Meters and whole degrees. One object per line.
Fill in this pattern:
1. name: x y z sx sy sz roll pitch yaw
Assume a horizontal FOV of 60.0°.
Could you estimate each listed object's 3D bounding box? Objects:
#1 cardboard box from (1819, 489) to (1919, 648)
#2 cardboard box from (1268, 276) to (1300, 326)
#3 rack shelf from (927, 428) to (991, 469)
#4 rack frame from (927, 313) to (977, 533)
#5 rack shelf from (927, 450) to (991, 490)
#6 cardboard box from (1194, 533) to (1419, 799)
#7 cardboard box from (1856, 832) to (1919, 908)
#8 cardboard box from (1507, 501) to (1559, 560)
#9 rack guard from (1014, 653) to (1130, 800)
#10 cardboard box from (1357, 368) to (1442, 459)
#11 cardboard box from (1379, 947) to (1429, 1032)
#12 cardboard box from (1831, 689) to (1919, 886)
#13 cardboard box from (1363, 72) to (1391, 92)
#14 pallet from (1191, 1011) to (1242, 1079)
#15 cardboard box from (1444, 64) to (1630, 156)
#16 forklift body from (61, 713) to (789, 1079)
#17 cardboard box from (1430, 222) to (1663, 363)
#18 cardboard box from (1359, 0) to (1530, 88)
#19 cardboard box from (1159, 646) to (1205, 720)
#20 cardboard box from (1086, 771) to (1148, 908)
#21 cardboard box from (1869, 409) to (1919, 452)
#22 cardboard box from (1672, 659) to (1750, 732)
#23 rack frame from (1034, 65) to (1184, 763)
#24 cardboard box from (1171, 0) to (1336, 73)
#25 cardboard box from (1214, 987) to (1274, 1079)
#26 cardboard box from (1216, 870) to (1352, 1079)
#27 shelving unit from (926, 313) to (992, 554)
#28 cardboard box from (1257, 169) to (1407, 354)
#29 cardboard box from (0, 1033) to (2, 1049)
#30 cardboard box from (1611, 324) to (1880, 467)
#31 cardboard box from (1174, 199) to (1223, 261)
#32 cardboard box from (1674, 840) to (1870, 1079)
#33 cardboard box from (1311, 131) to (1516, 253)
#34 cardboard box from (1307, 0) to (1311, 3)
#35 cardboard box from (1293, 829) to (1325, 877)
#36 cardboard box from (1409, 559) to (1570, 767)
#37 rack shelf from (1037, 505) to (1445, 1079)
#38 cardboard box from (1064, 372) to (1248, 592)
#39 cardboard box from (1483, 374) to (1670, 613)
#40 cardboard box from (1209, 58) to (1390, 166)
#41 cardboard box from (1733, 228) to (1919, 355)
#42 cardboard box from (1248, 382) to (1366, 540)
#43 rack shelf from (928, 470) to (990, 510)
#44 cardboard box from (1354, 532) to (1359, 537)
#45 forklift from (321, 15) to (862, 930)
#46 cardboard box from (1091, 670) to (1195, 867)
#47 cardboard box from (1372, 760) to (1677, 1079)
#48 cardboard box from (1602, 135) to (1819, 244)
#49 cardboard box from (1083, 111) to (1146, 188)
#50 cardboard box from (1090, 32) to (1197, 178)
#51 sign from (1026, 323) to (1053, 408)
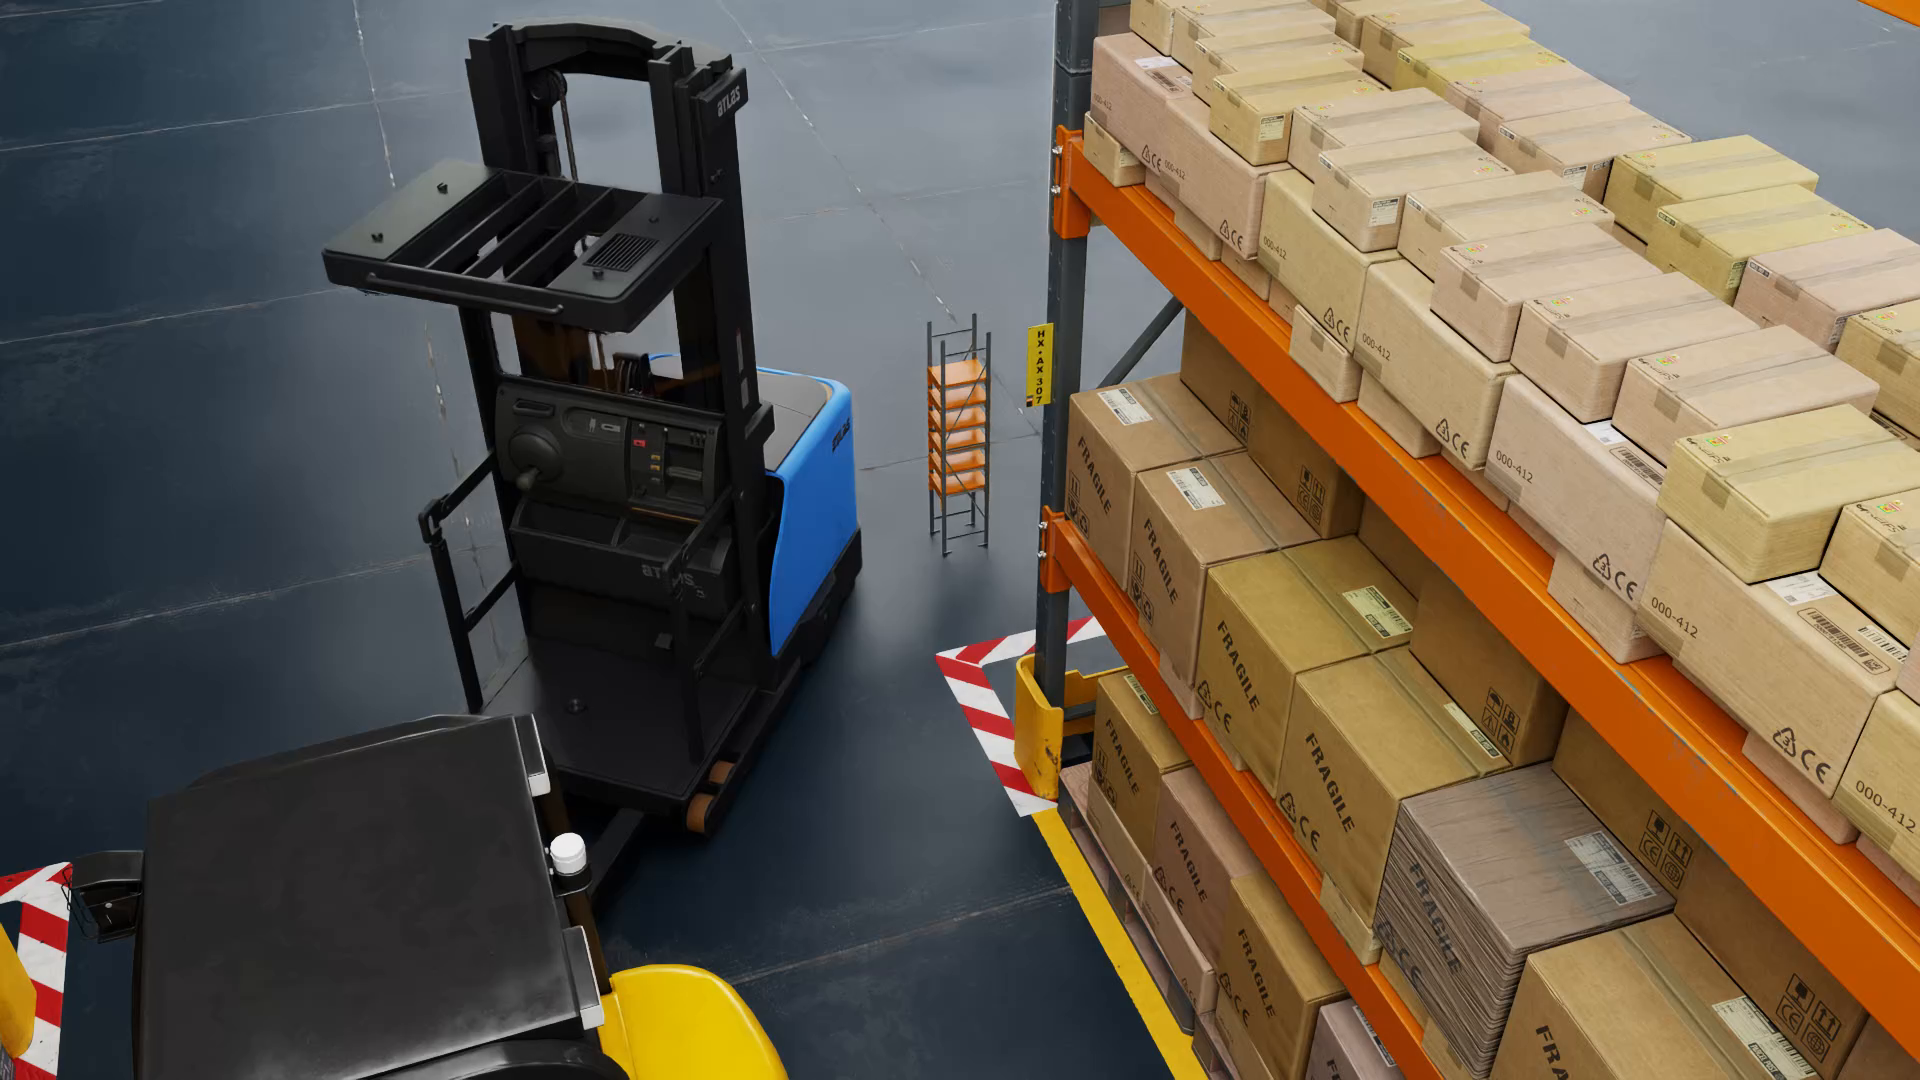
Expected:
1. cardboard box: 1.688 0.033 2.766 0.380 0.149 0.250 -12 38 -15
2. cardboard box: 1.038 -0.653 4.339 0.380 0.149 0.250 -14 39 -17
3. rack shelf: -0.005 -0.452 7.927 0.258 0.103 0.180 -12 39 -16
4. rack frame: -0.036 -0.539 7.968 0.240 1.200 0.006 -12 39 -16
5. rack shelf: -0.005 -0.356 7.999 0.258 0.103 0.180 -12 39 -16
6. cardboard box: 1.053 0.366 4.941 0.500 0.500 0.500 -13 39 -17
7. cardboard box: 1.770 0.506 2.801 0.380 0.149 0.250 -12 39 -15
8. cardboard box: 1.423 -0.081 3.581 0.380 0.149 0.250 -12 39 -15
9. rack guard: 0.818 0.662 6.956 1.175 0.500 0.348 -12 39 -16
10. cardboard box: 1.179 -0.353 3.942 0.380 0.149 0.250 -13 39 -17
11. cardboard box: 1.359 1.138 4.455 0.380 0.149 0.250 -13 39 -17
12. cardboard box: 1.763 0.428 2.573 0.500 0.250 0.500 -13 39 -16
13. cardboard box: 1.381 -1.116 4.623 0.500 0.250 0.500 -13 39 -17
14. pallet: 1.481 1.931 5.511 1.003 0.211 1.213 -12 39 -16
15. cardboard box: 1.460 -1.079 4.242 0.380 0.149 0.250 -12 39 -16
16. forklift body: -1.501 1.682 4.229 2.313 2.155 1.214 -12 39 -16
17. cardboard box: 1.232 -0.526 3.509 0.380 0.149 0.250 -12 39 -15
18. cardboard box: 1.344 -1.372 4.632 0.380 0.149 0.250 -13 39 -16
19. cardboard box: 0.874 0.414 5.415 0.380 0.149 0.250 -12 39 -15
20. cardboard box: 0.810 1.064 6.281 0.500 0.250 0.500 -13 39 -16
21. cardboard box: 1.928 -0.258 3.483 0.500 0.250 0.500 -12 39 -16
22. cardboard box: 1.616 0.213 3.189 0.380 0.149 0.250 -14 39 -17
23. rack frame: 0.792 -0.380 6.261 1.000 3.000 0.127 -12 39 -16
24. cardboard box: 0.825 -1.414 4.687 0.380 0.149 0.250 -13 39 -16
25. cardboard box: 1.178 1.659 5.490 0.500 0.250 0.500 -10 38 -13
26. cardboard box: 1.168 1.357 5.268 0.500 0.500 0.500 -12 39 -15
27. shelving unit: -0.005 -0.487 7.900 0.258 1.200 0.189 -12 39 -16
28. cardboard box: 1.080 -0.724 4.103 0.500 0.250 0.500 -11 38 -15
29. cardboard box: -3.409 1.781 5.329 0.500 0.250 0.500 -12 39 -16
30. cardboard box: 1.482 -0.256 3.149 0.380 0.149 0.250 -13 39 -17
31. cardboard box: 0.835 -0.936 4.716 0.380 0.149 0.250 -11 38 -15
32. cardboard box: 2.066 0.735 3.619 0.700 0.500 0.500 -12 39 -16
33. cardboard box: 1.058 -0.818 3.896 0.380 0.149 0.250 -11 38 -15
34. cardboard box: 1.186 -1.666 5.022 0.380 0.149 0.250 -12 39 -16
35. cardboard box: 1.205 0.846 4.843 0.380 0.149 0.250 -13 39 -17
36. cardboard box: 1.654 0.170 4.370 0.700 0.500 0.500 -13 39 -16
37. rack shelf: 1.481 1.037 4.978 1.077 0.370 4.000 -12 39 -16
38. cardboard box: 0.695 -0.214 5.710 0.500 0.500 0.500 -13 39 -17
39. cardboard box: 1.427 -0.147 3.337 0.500 0.250 0.500 -13 39 -17
40. cardboard box: 0.869 -1.103 4.274 0.380 0.149 0.250 -13 39 -16
41. cardboard box: 1.867 -0.506 3.482 0.380 0.149 0.250 -13 39 -17
42. cardboard box: 1.340 -0.407 5.136 0.700 0.500 0.500 -12 39 -16
43. rack shelf: -0.005 -0.260 8.071 0.258 0.103 0.180 -12 39 -16
44. cardboard box: 1.406 -0.005 5.433 0.500 0.500 0.500 -12 39 -16
45. forklift: -1.413 -0.265 6.166 1.130 2.935 3.031 11 38 14
46. cardboard box: 0.819 0.777 6.038 0.500 0.500 0.500 -14 39 -17
47. cardboard box: 1.416 0.940 4.179 0.500 0.500 0.500 -11 38 -15
48. cardboard box: 1.745 -0.807 3.881 0.380 0.149 0.250 -11 38 -15
49. cardboard box: 0.602 -1.223 5.096 0.380 0.149 0.250 -12 39 -16
50. cardboard box: 0.715 -1.298 4.864 0.500 0.250 0.500 -13 39 -17
51. sign: 0.283 -0.613 5.851 0.100 0.325 0.005 -12 39 -16
